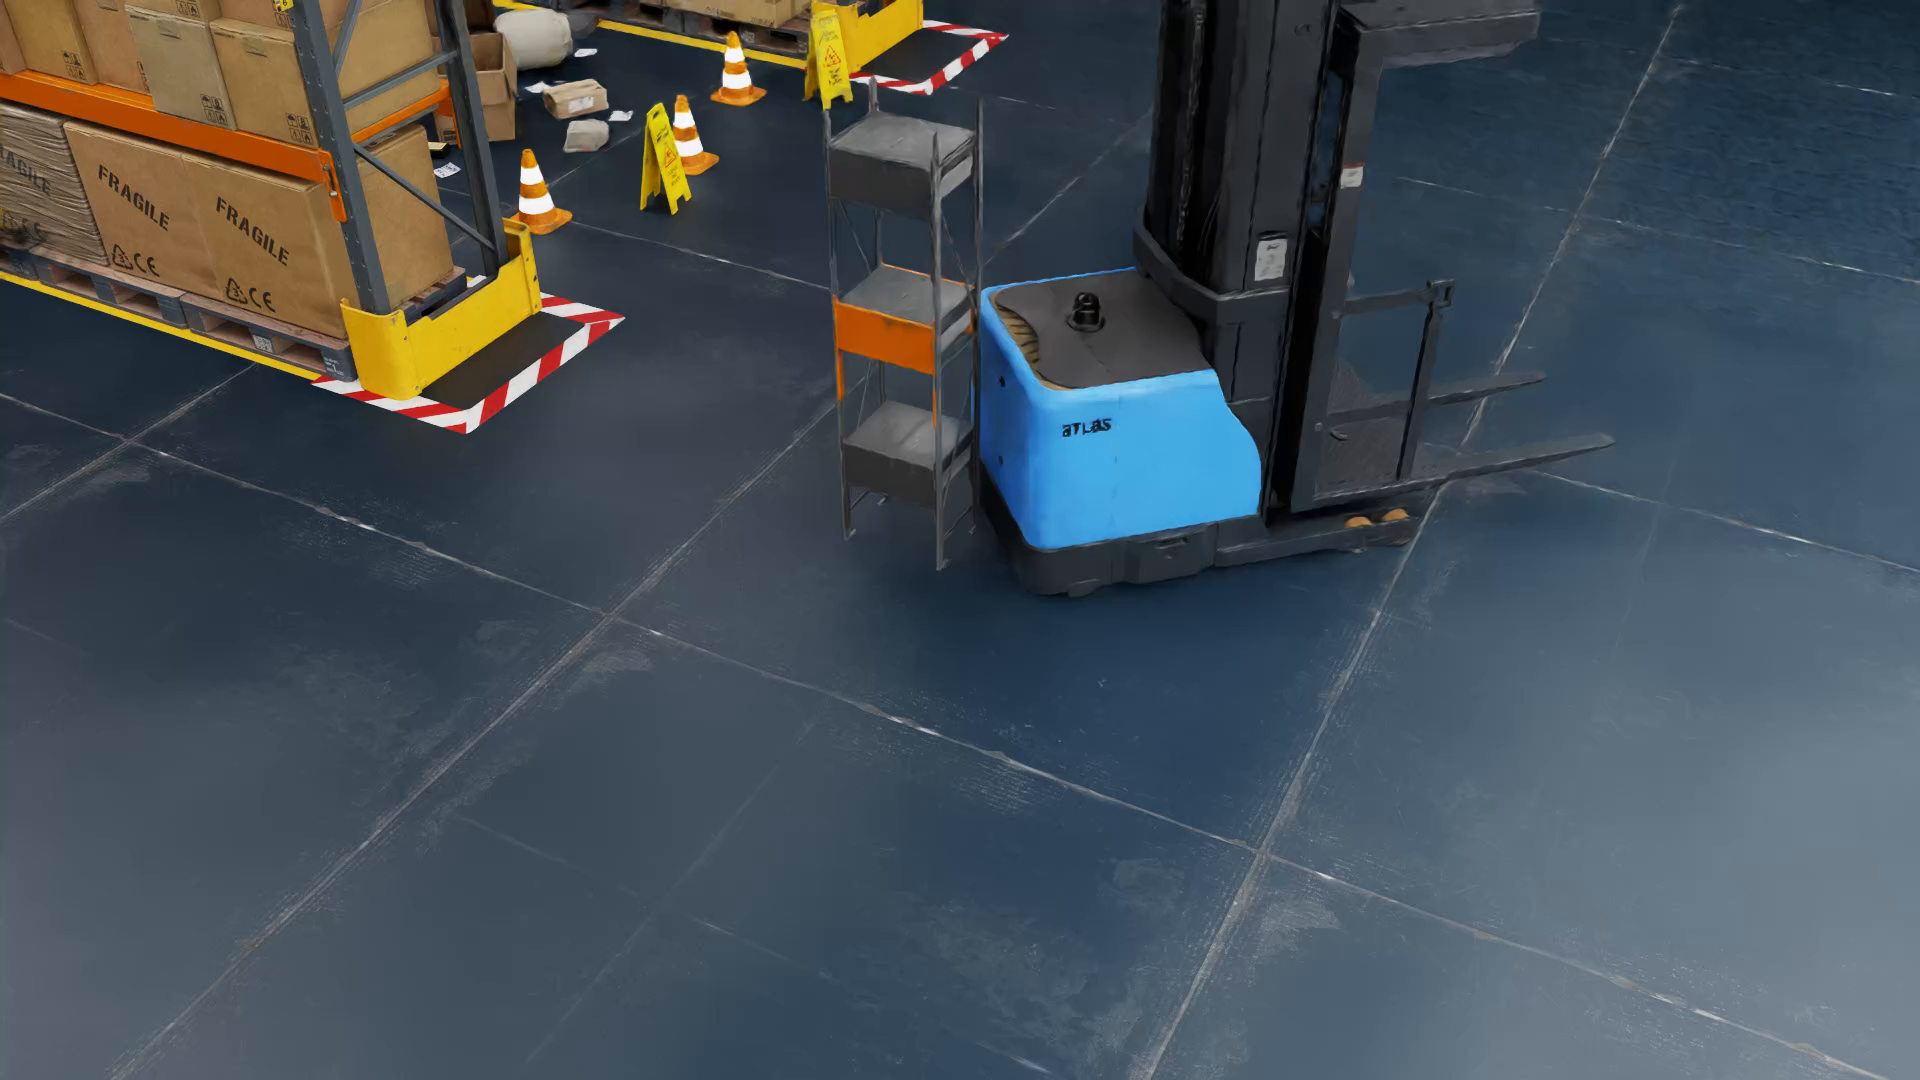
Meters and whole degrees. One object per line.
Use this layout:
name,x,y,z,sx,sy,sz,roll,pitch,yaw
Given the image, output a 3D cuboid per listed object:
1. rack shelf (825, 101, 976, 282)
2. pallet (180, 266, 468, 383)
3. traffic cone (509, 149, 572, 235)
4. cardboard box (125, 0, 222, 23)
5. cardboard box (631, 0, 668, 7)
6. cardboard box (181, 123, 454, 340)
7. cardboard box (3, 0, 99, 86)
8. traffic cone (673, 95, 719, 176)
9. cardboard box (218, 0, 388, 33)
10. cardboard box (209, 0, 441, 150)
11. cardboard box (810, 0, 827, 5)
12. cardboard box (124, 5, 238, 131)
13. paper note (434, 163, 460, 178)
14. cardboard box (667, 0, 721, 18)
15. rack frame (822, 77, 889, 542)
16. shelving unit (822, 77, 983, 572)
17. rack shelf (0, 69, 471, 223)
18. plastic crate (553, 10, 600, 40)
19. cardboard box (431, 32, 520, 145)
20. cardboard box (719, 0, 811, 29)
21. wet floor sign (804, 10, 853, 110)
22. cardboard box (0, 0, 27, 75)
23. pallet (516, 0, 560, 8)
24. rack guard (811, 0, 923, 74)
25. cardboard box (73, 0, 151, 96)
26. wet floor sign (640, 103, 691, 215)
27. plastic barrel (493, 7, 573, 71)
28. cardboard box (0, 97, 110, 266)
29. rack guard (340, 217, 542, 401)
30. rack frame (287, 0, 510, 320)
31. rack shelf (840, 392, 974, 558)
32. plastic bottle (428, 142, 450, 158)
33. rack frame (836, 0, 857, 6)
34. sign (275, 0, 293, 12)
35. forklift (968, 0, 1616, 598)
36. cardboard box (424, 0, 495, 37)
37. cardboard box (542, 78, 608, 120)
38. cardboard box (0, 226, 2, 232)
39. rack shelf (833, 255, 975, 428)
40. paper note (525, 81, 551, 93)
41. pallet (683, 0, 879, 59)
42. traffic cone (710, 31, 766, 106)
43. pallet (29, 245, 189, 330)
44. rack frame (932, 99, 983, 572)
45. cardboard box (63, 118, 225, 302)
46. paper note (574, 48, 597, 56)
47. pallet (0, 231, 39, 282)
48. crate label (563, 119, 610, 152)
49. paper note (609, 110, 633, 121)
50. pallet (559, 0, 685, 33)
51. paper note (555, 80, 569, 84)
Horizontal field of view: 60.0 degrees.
rack shelf,-0.224,-1.416,6.744,0.480,0.518,0.431,17,41,22
pallet,-3.552,-1.348,9.351,1.213,0.211,1.003,17,41,21
traffic cone,-2.624,-2.178,10.237,0.334,0.463,0.336,17,41,21
cardboard box,-3.648,-2.996,8.198,0.550,0.550,0.875,17,41,21
cardboard box,-2.384,-4.407,13.002,0.500,0.250,0.500,16,40,20
cardboard box,-3.438,-1.752,8.988,0.875,0.875,0.875,18,41,22
cardboard box,-4.584,-2.907,8.974,0.500,0.550,0.875,17,41,21
traffic cone,-1.803,-2.690,10.911,0.334,0.463,0.336,17,41,21
cardboard box,-3.117,-2.892,8.062,0.550,0.550,0.875,17,41,21
cardboard box,-3.156,-2.417,8.329,0.550,0.550,0.875,17,41,21
cardboard box,-1.208,-4.409,13.004,0.500,0.250,0.500,17,40,21
cardboard box,-3.654,-2.558,8.515,0.550,0.550,0.875,17,41,21
paper note,-3.380,-2.431,10.929,0.144,0.017,0.142,-29,46,-33
cardboard box,-1.917,-4.265,12.814,0.500,0.250,0.500,18,41,22
rack frame,-0.441,-0.938,7.249,0.015,2.100,0.400,17,41,22
shelving unit,-0.224,-0.870,7.159,0.503,2.100,0.431,17,41,22
rack shelf,-4.582,-2.548,9.221,4.000,0.370,1.077,17,41,21
plastic crate,-3.154,-4.037,13.002,0.583,0.080,0.402,4,37,6
cardboard box,-3.343,-3.099,11.416,0.637,0.503,0.797,-8,38,-10
cardboard box,-1.482,-4.123,12.628,0.500,0.250,0.500,17,40,21
wet floor sign,-0.942,-3.399,11.694,0.267,0.644,0.232,-29,46,-33
cardboard box,-5.100,-3.000,9.097,0.550,0.550,0.875,17,41,21
pallet,-3.558,-4.798,13.896,1.213,0.211,1.003,17,41,21
rack guard,-0.686,-3.990,12.592,0.348,0.500,1.175,17,41,21
cardboard box,-4.094,-2.781,8.809,0.550,0.550,0.875,17,41,21
wet floor sign,-1.869,-2.396,10.372,0.232,0.644,0.267,11,38,14
plastic barrel,-3.149,-3.699,12.274,0.512,0.421,0.421,-14,39,-18
cardboard box,-5.029,-2.251,9.644,0.875,0.875,0.875,18,41,22
rack guard,-2.784,-1.276,9.018,0.348,0.500,1.175,17,41,21
rack frame,-2.806,-2.278,8.271,0.127,3.000,1.000,17,41,21
rack shelf,-0.224,-0.301,7.590,0.480,0.518,0.431,17,41,22
plastic bottle,-3.578,-2.617,11.148,0.283,0.061,0.133,4,37,6
rack frame,-0.619,-4.964,11.809,0.127,3.000,1.000,17,41,21
sign,-3.067,-2.546,7.470,0.005,0.325,0.100,17,41,21
forklift,1.616,-1.408,7.181,3.031,2.935,1.130,-10,38,-13
cardboard box,-3.845,-4.053,12.674,0.500,0.500,0.500,-14,39,-18
cardboard box,-2.711,-3.108,11.722,0.380,0.149,0.250,-21,42,-25
cardboard box,-5.831,-2.499,9.971,0.875,0.875,0.875,18,41,22
rack shelf,-0.224,-0.859,7.167,0.480,0.518,0.431,17,41,22
paper note,-3.059,-3.288,12.066,0.148,0.019,0.142,-29,46,-33
pallet,-1.391,-4.119,13.002,1.213,0.211,1.003,17,41,21
traffic cone,-1.594,-3.381,11.821,0.334,0.463,0.336,17,41,21
pallet,-4.631,-1.688,9.799,1.213,0.211,1.003,17,41,21
rack frame,-0.008,-0.801,7.069,0.015,2.100,0.400,17,41,22
cardboard box,-4.220,-1.996,9.309,0.875,0.875,0.875,17,40,21
paper note,-2.837,-3.704,12.604,0.148,0.019,0.142,4,37,6
pallet,-5.718,-2.026,10.245,1.213,0.211,1.003,17,41,21
crate label,-2.529,-2.746,11.254,0.298,0.136,0.250,-2,37,-2
paper note,-2.374,-2.976,11.645,0.142,0.019,0.148,4,37,6
pallet,-2.471,-4.459,13.450,1.213,0.211,1.003,17,41,21
paper note,-2.901,-3.344,12.147,0.123,0.001,0.032,17,41,21
